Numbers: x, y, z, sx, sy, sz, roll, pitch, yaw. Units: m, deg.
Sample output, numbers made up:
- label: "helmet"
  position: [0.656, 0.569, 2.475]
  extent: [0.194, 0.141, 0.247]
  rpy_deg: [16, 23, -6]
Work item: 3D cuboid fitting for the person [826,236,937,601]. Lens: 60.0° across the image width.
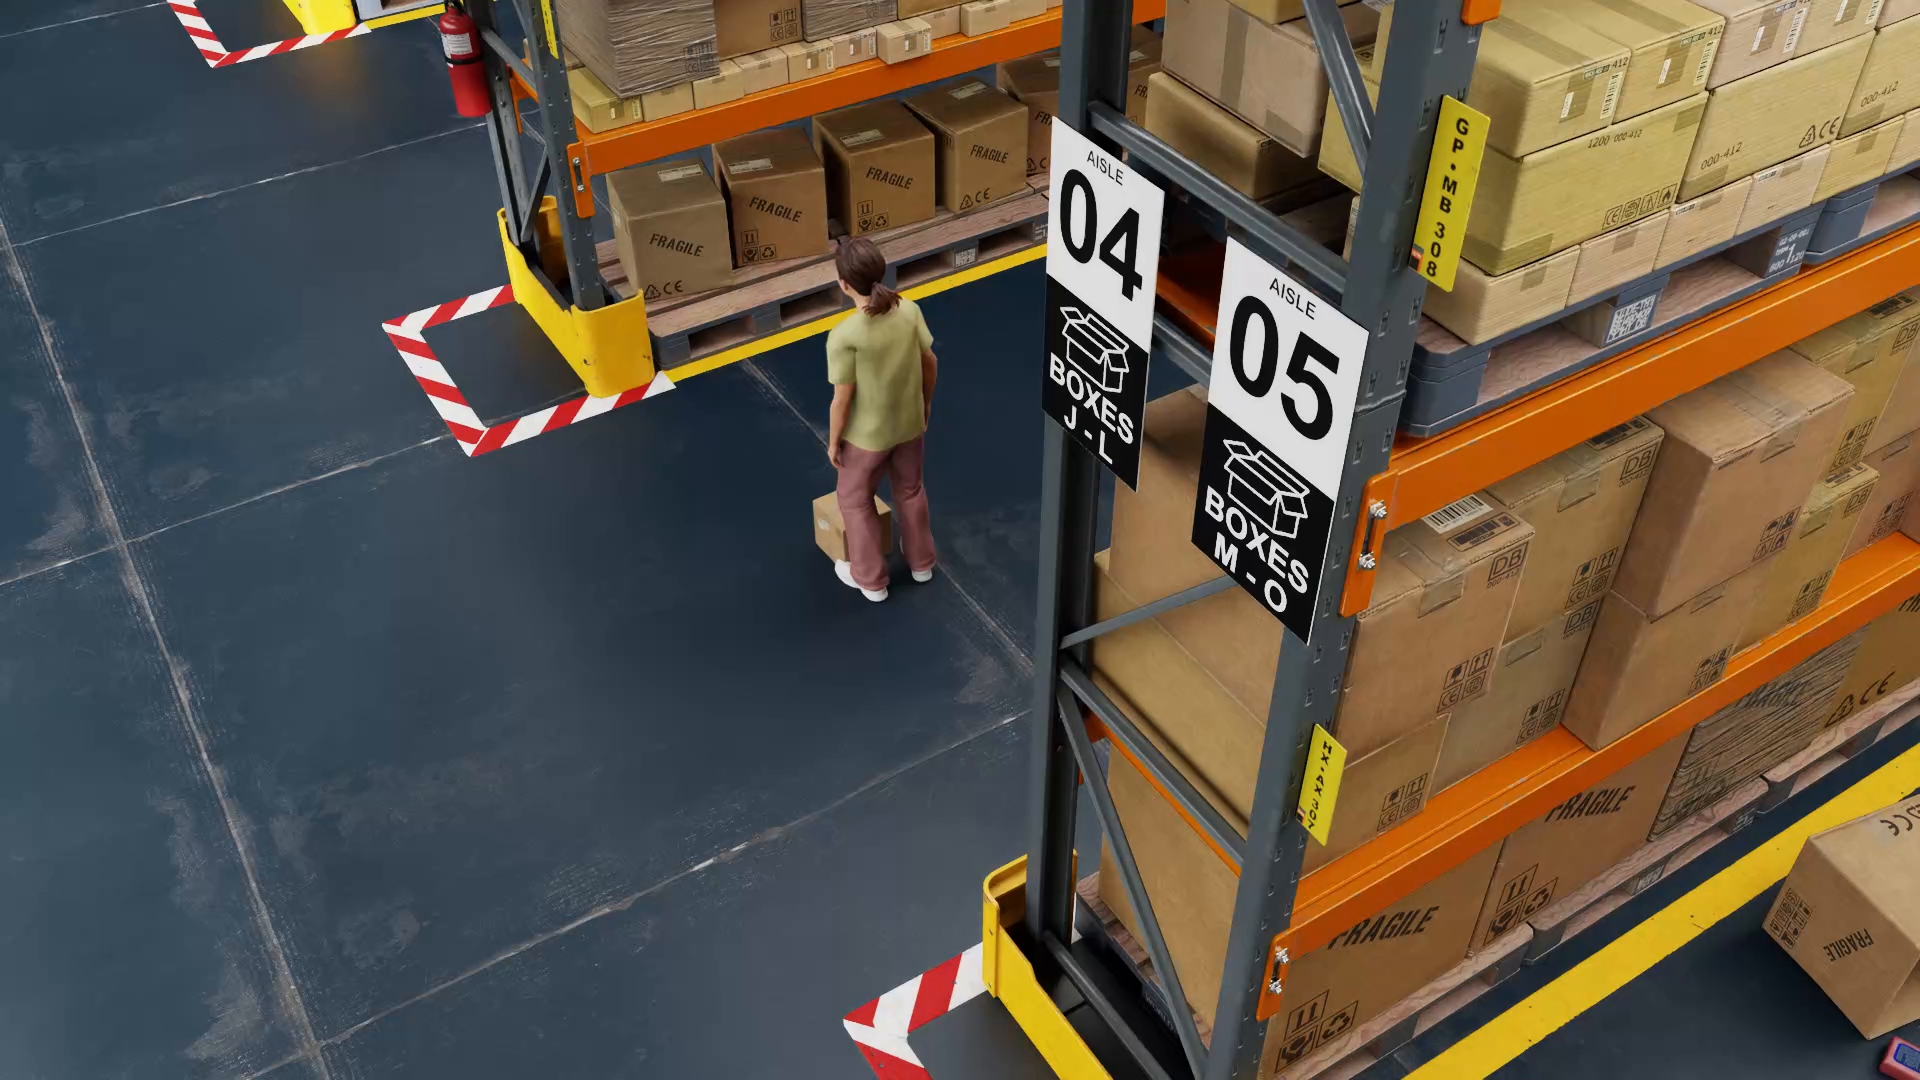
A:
- label: "person"
  position: [-0.330, -0.463, 6.694]
  extent: [0.509, 1.671, 0.369]
  rpy_deg: [-25, 47, -26]
